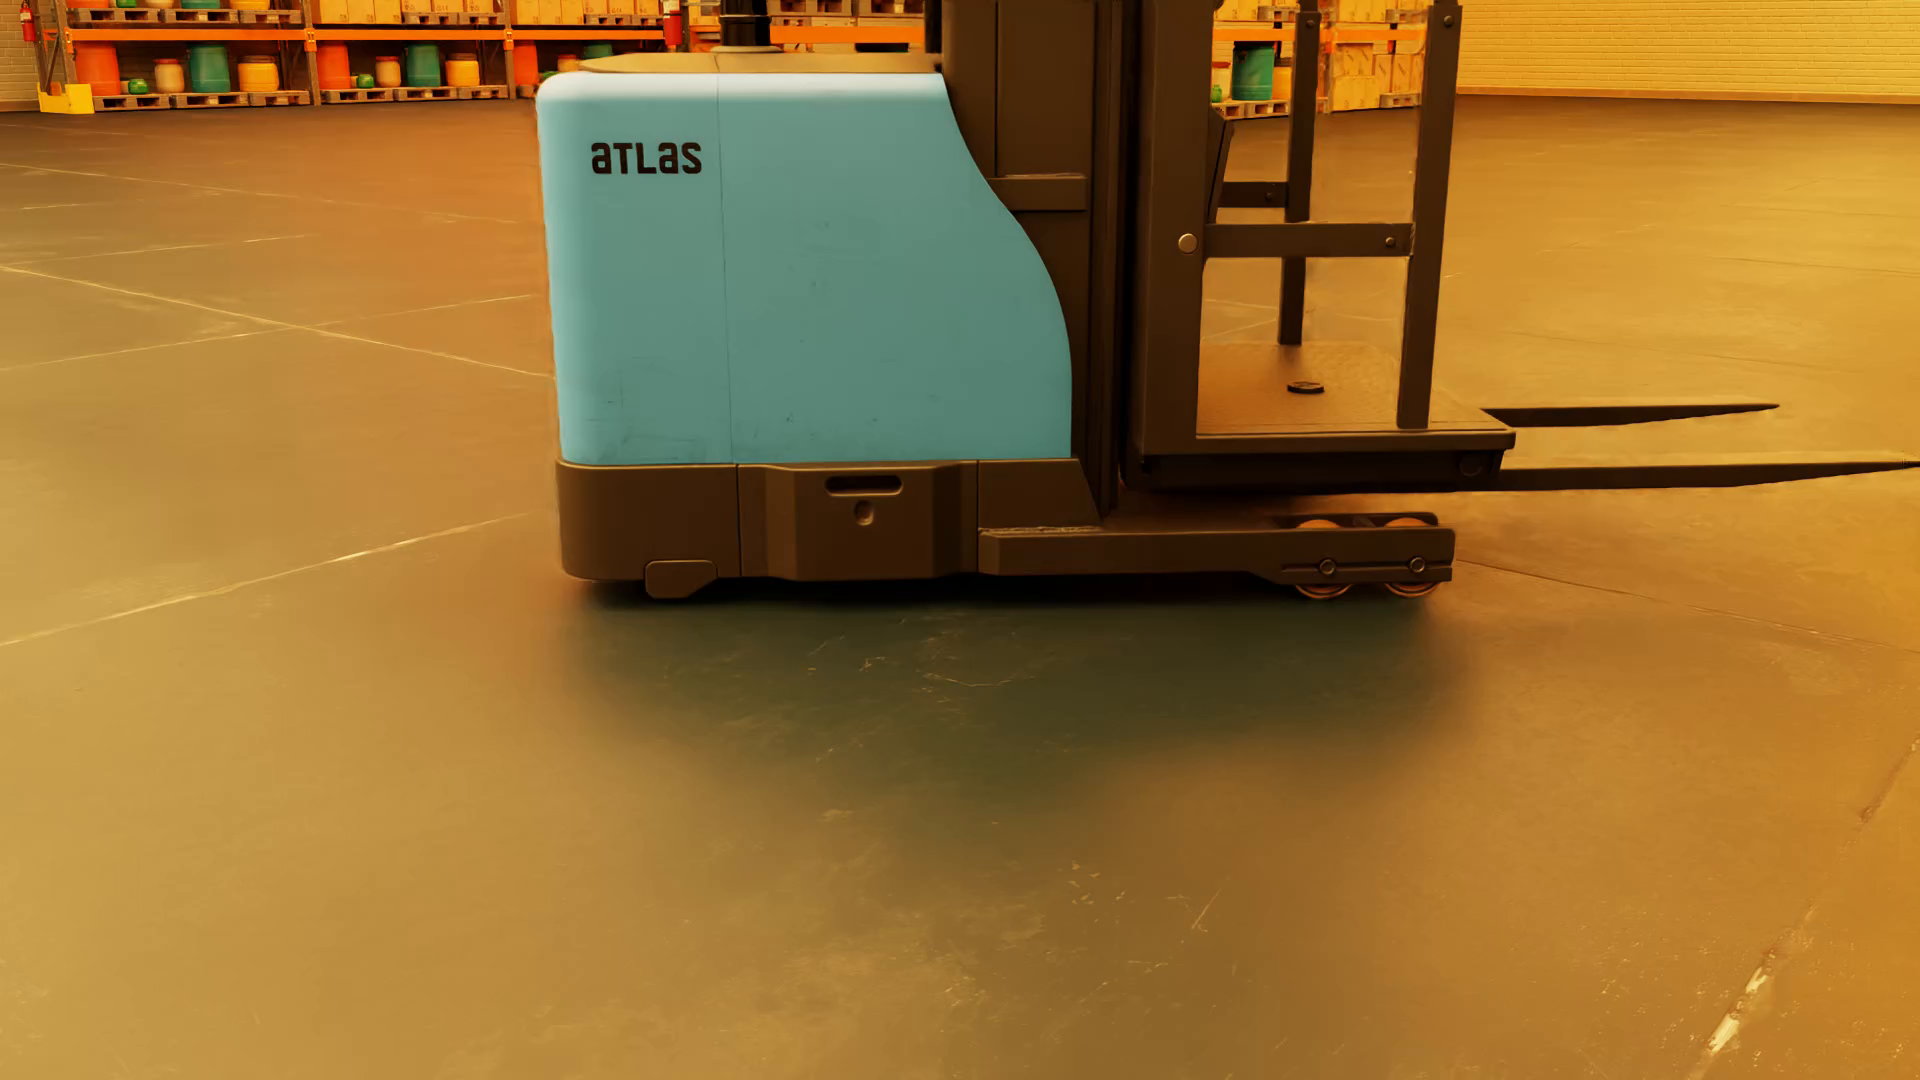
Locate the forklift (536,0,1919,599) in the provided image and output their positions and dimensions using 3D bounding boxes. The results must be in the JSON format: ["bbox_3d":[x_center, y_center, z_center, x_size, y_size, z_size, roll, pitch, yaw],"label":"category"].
[{"bbox_3d":[0.645,-1.430,3.606,3.031,2.935,1.130,-1,17,-4],"label":"forklift"}]
